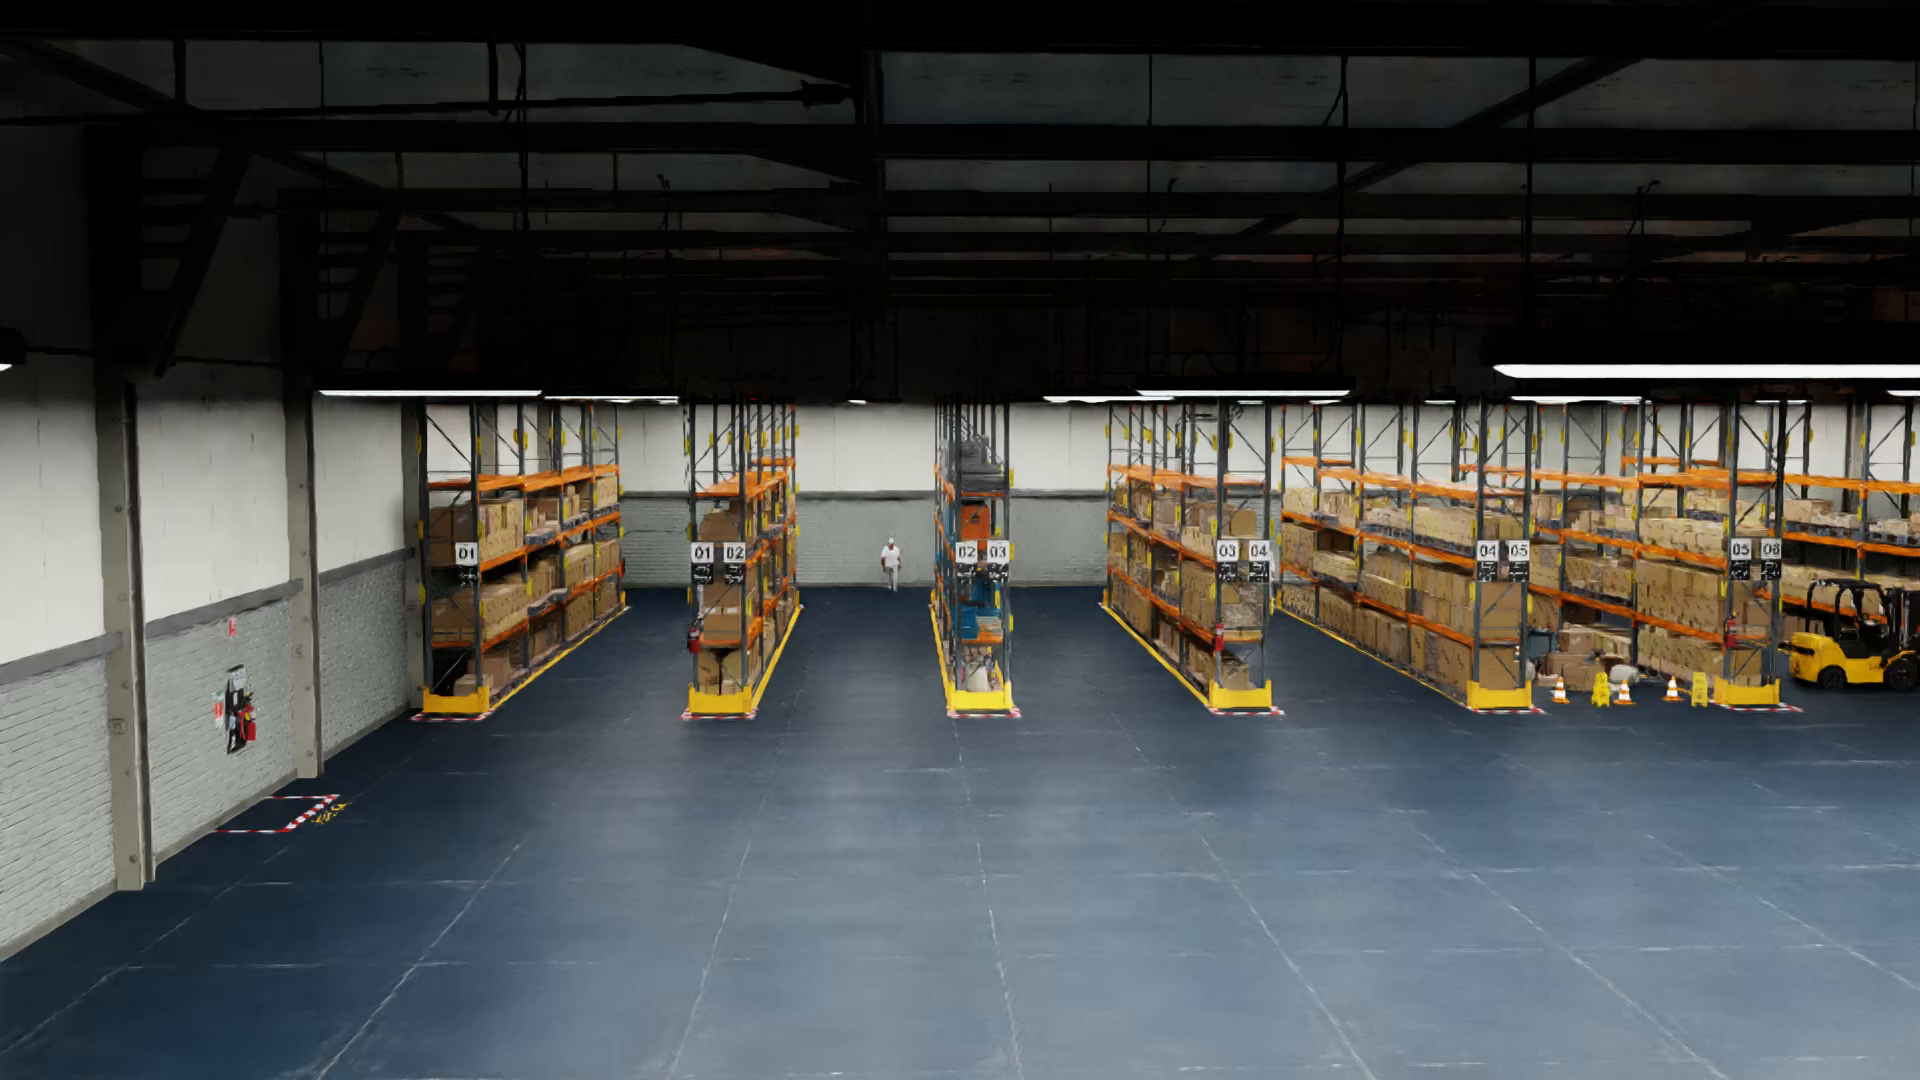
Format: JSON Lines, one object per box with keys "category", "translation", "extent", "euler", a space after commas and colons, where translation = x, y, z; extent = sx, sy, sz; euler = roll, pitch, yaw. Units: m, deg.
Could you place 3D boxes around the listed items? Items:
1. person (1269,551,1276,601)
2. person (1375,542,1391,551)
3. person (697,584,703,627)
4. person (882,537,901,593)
{"category": "person", "translation": [8.987, 0.937, 48.826], "extent": [0.608, 1.770, 0.630], "euler": [3, 6, 35]}
{"category": "person", "translation": [12.924, 0.849, 50.637], "extent": [0.508, 1.628, 0.631], "euler": [-3, 6, -36]}
{"category": "person", "translation": [-6.630, 1.352, 43.192], "extent": [0.443, 1.787, 0.600], "euler": [-3, 5, -33]}
{"category": "person", "translation": [-2.128, 0.760, 51.307], "extent": [0.577, 1.691, 1.110], "euler": [0, 5, 0]}
